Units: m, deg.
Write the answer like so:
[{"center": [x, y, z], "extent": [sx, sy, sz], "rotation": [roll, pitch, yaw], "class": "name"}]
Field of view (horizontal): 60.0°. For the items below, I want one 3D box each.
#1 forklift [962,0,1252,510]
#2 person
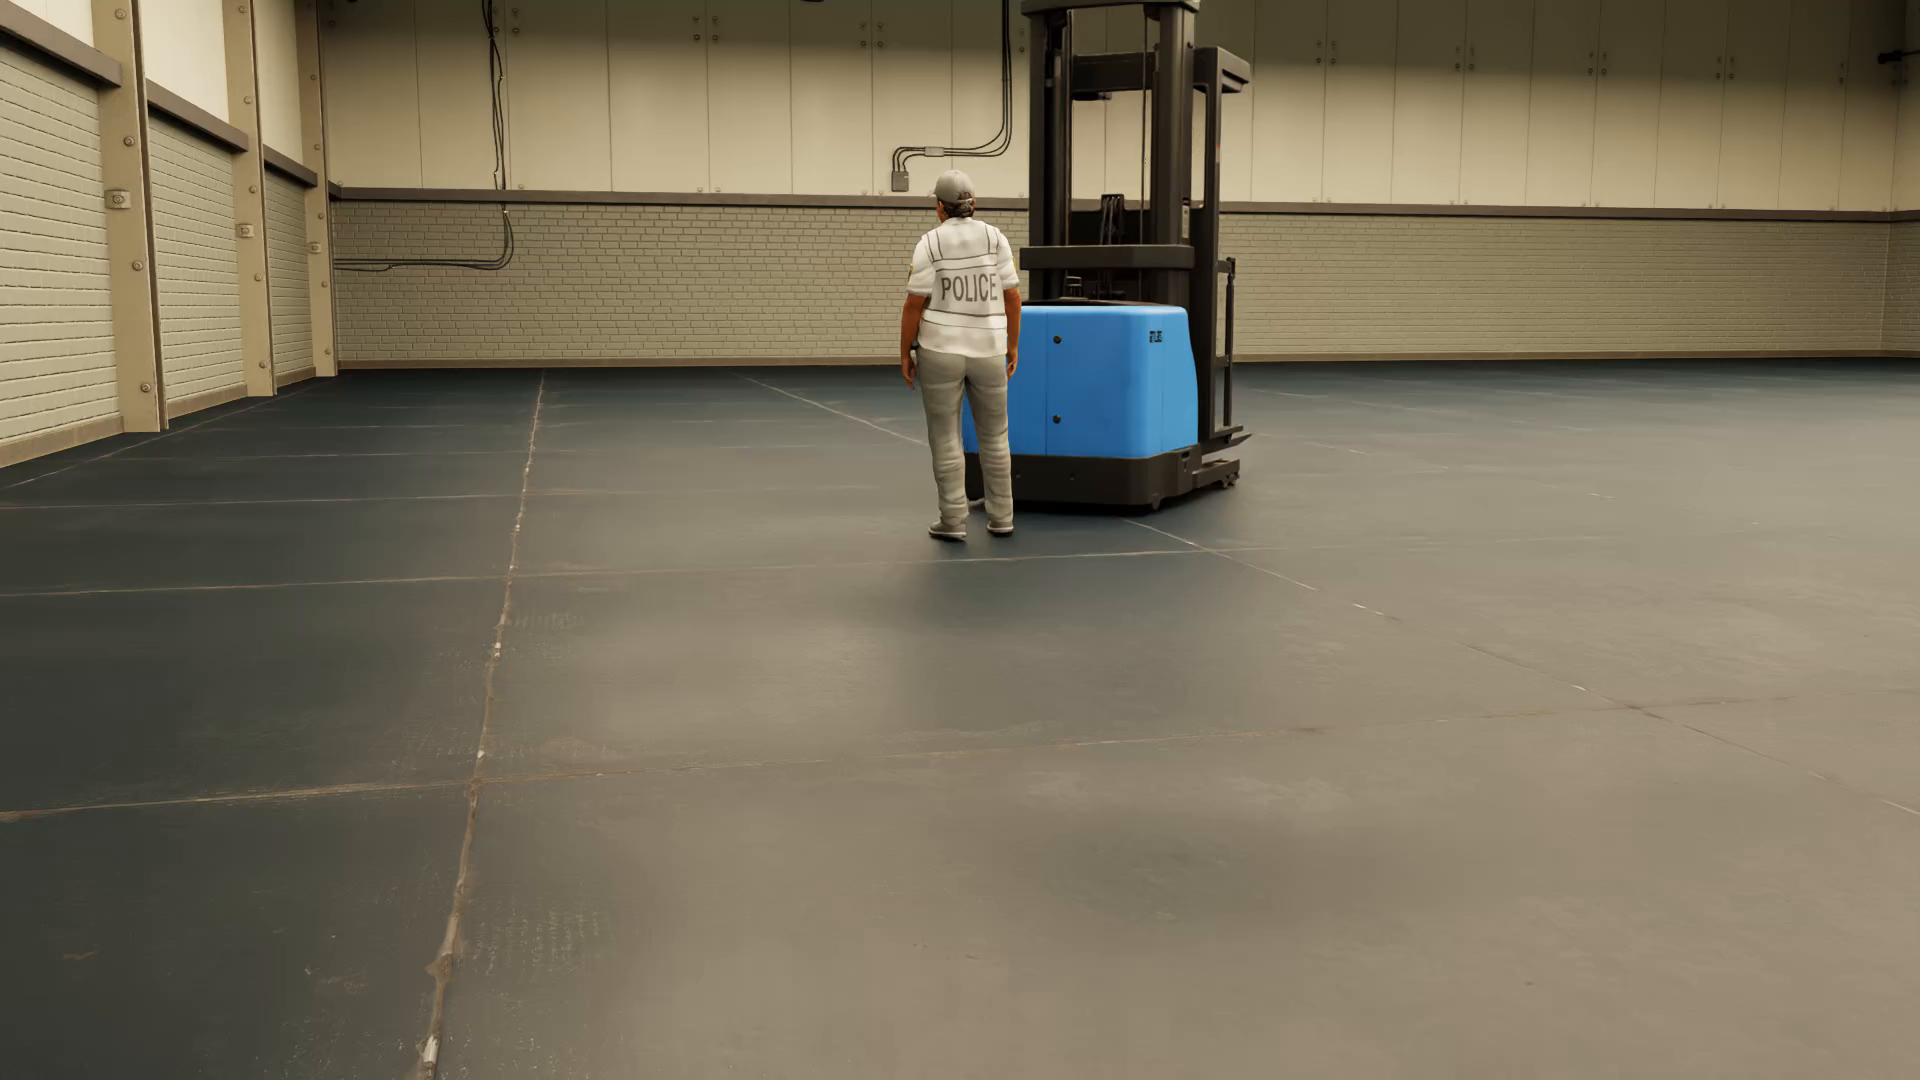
[{"center": [1.047, -1.772, 9.794], "extent": [1.130, 2.935, 3.031], "rotation": [3, 9, 23], "class": "forklift"}, {"center": [0.004, -0.843, 7.670], "extent": [0.598, 1.670, 0.529], "rotation": [-2, 8, -13], "class": "person"}]
